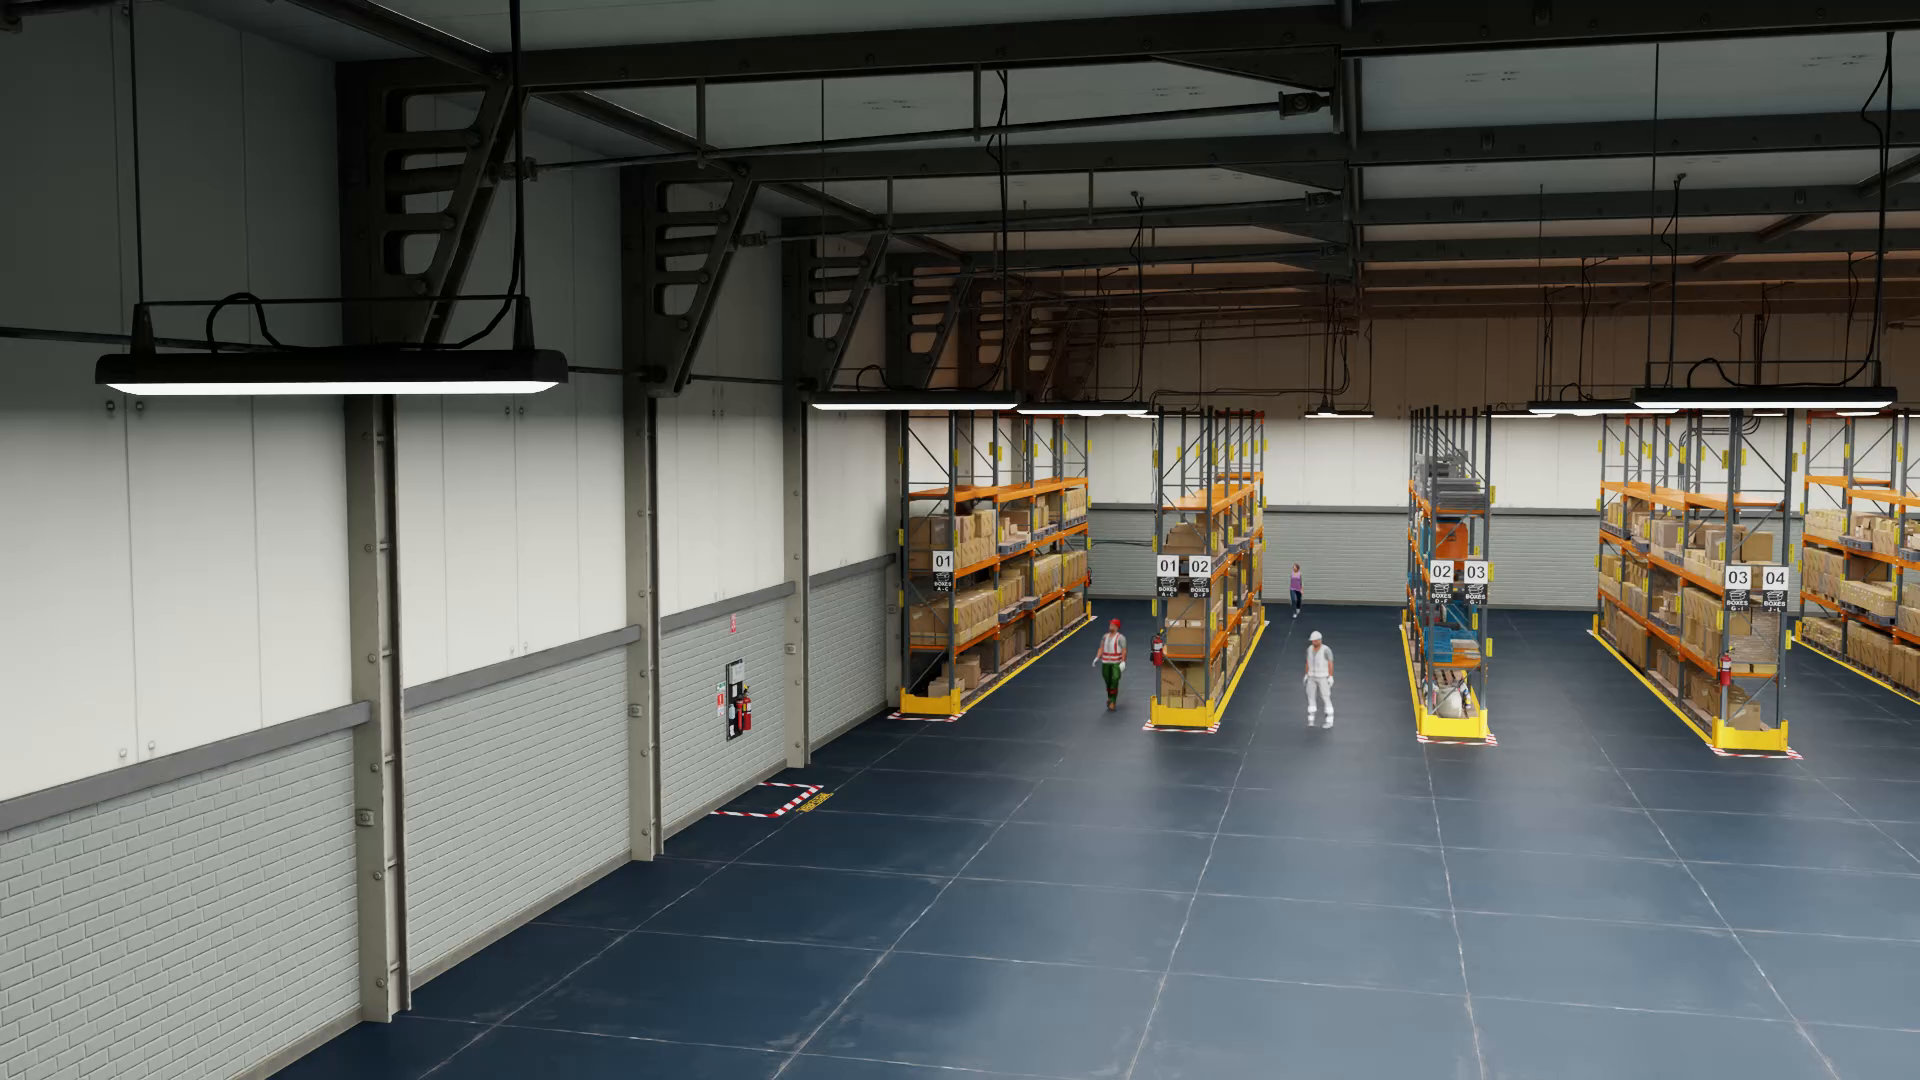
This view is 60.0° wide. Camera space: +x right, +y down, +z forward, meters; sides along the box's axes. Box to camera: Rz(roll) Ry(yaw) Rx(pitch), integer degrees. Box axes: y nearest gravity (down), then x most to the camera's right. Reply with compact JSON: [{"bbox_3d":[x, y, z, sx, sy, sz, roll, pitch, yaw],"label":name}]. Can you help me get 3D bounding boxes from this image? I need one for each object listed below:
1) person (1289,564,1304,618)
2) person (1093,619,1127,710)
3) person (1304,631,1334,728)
[{"bbox_3d":[9.785,1.458,48.396,0.431,1.560,0.703,0,4,6],"label":"person"},{"bbox_3d":[2.989,2.453,33.226,0.663,1.740,0.994,1,4,14],"label":"person"},{"bbox_3d":[6.696,2.593,31.125,0.612,1.783,0.407,4,5,42],"label":"person"}]
